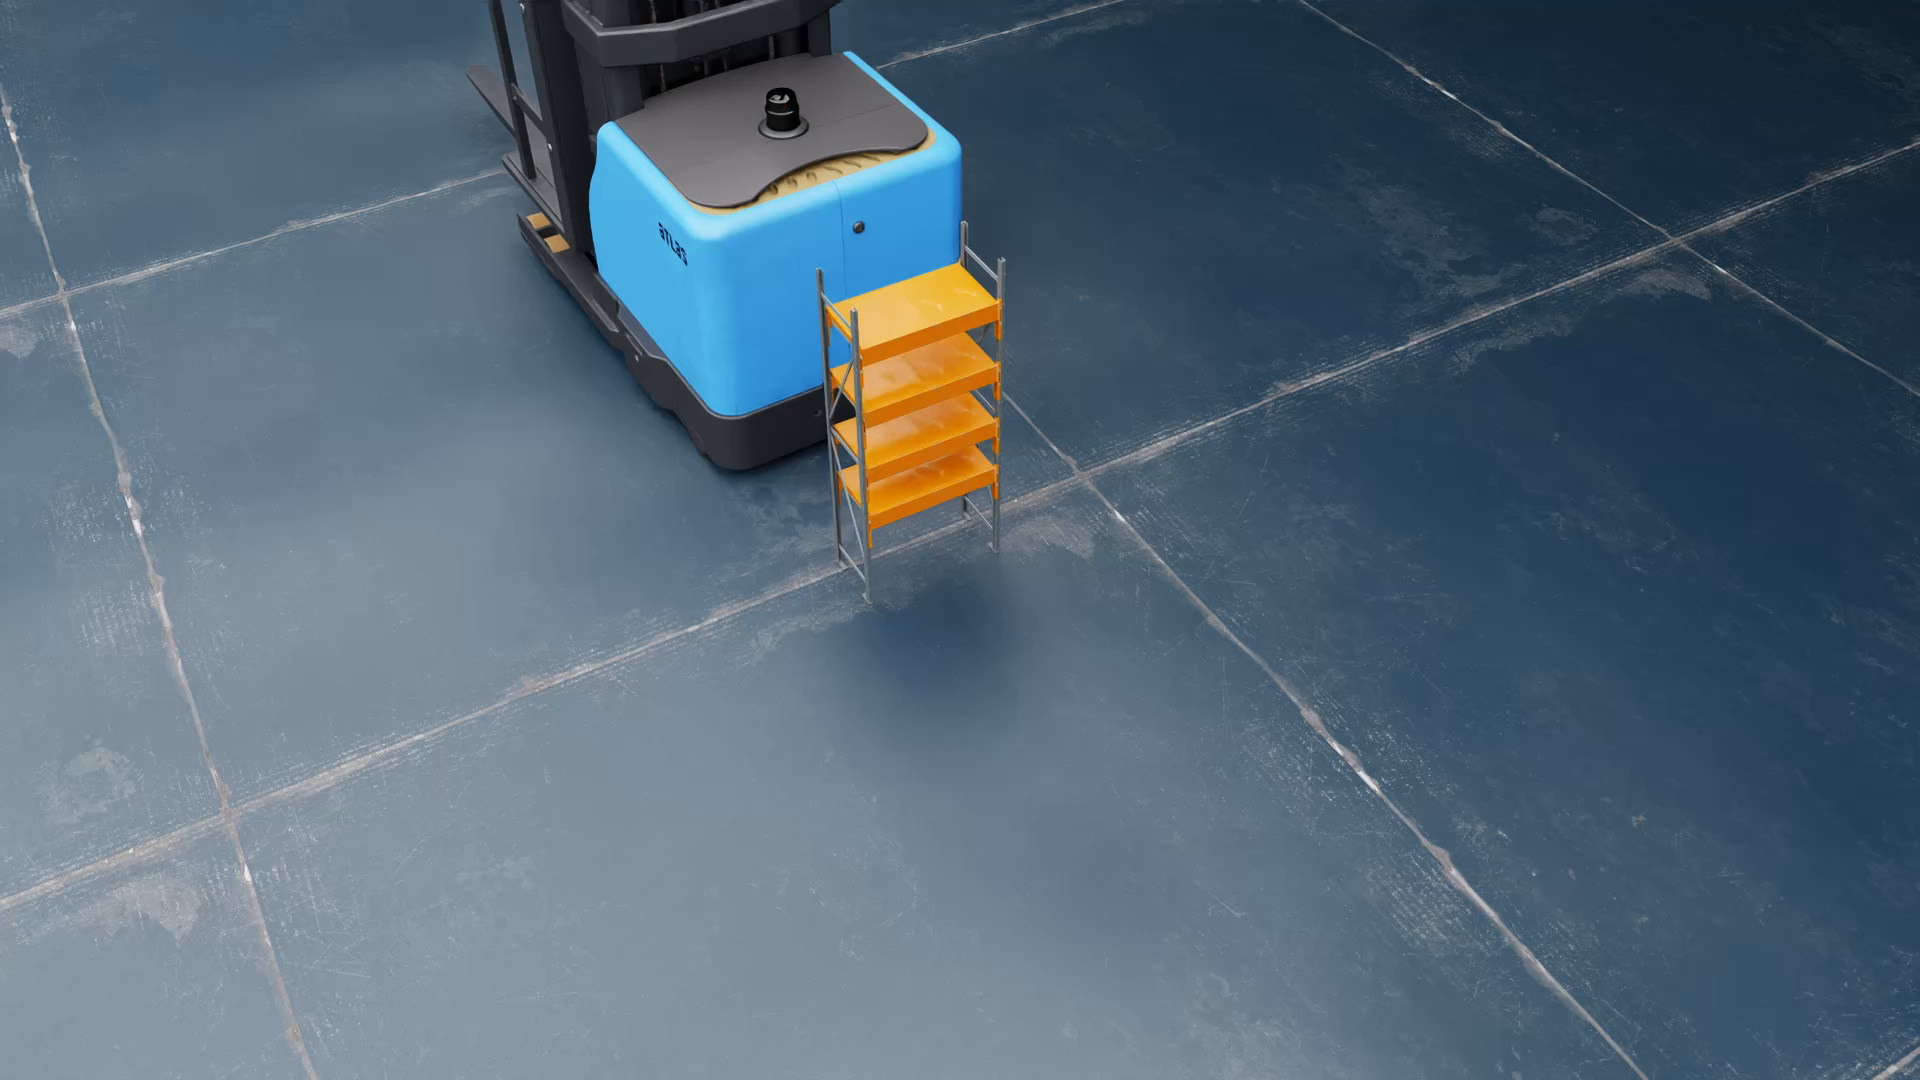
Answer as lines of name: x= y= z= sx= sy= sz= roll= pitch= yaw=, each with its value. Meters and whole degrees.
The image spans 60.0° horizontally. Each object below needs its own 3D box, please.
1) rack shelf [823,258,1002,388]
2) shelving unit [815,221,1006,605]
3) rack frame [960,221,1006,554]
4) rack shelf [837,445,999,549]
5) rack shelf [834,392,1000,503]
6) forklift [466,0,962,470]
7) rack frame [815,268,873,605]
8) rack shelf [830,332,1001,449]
rack shelf: x=-0.144 y=-0.655 z=4.999 sx=0.480 sy=0.148 sz=0.258 roll=-22 pitch=48 yaw=-21
shelving unit: x=-0.144 y=-0.373 z=5.273 sx=0.503 sy=1.200 sz=0.258 roll=-22 pitch=48 yaw=-21
rack frame: x=0.068 y=-0.458 z=5.360 sx=0.015 sy=1.200 sz=0.240 roll=-22 pitch=48 yaw=-21
rack shelf: x=-0.144 y=-0.182 z=5.458 sx=0.480 sy=0.148 sz=0.258 roll=-22 pitch=48 yaw=-21
rack shelf: x=-0.144 y=-0.325 z=5.320 sx=0.480 sy=0.148 sz=0.258 roll=-22 pitch=48 yaw=-21
forklift: x=-1.189 y=-2.304 z=6.020 sx=1.130 sy=2.935 sz=3.031 roll=-24 pitch=49 yaw=-23
rack frame: x=-0.355 y=-0.288 z=5.186 sx=0.015 sy=1.200 sz=0.240 roll=-22 pitch=48 yaw=-21
rack shelf: x=-0.144 y=-0.485 z=5.164 sx=0.480 sy=0.148 sz=0.258 roll=-22 pitch=48 yaw=-21
